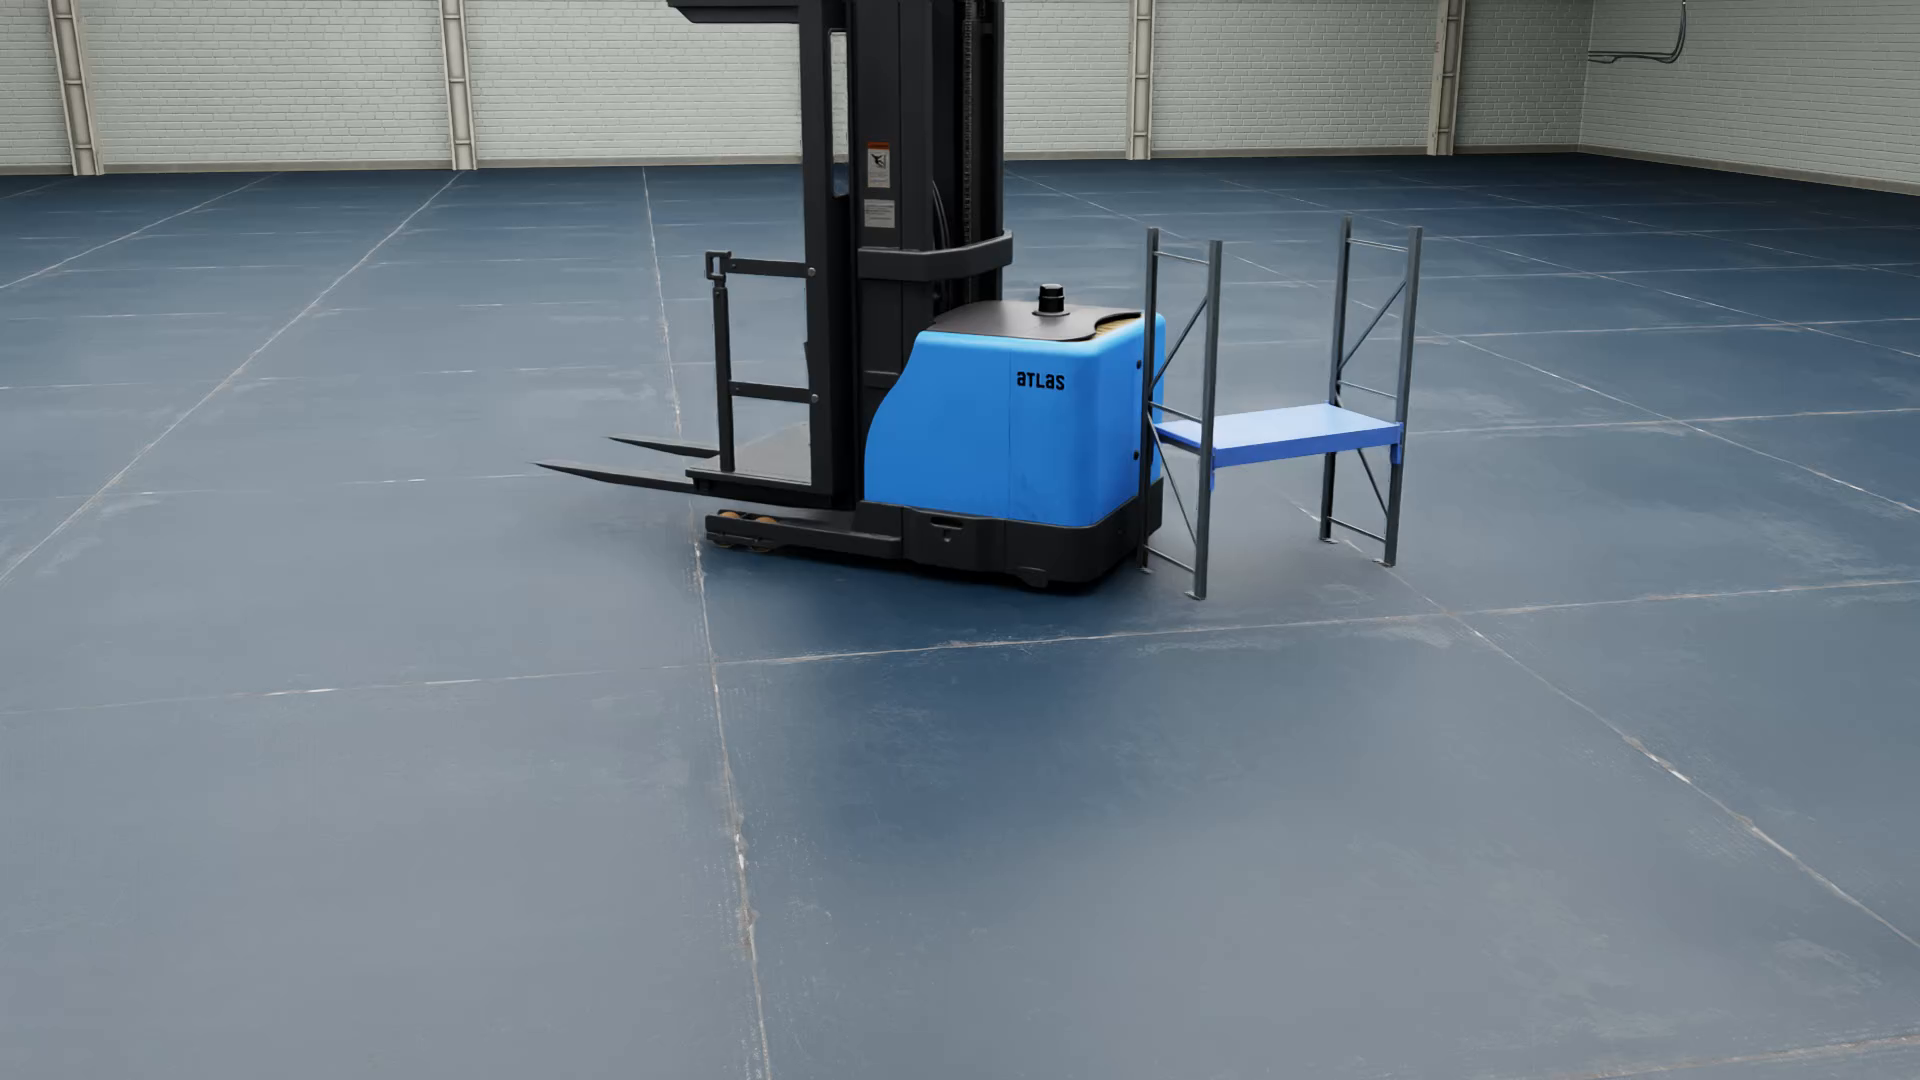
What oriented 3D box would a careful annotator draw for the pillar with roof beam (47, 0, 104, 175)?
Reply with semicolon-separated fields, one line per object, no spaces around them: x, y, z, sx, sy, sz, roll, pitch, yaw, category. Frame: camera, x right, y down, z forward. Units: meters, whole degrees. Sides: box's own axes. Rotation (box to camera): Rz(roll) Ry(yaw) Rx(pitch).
-13.569;-9.101;22.116;0.400;9.000;9.100;-3;17;-10;pillar with roof beam

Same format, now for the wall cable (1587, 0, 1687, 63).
12.322;-9.977;30.258;0.112;2.526;3.097;-3;17;-10;wall cable

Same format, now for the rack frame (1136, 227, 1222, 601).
0.909;-0.528;6.978;0.032;1.500;0.500;-8;19;-25;rack frame

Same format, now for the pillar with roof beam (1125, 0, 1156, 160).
4.104;-10.103;25.380;0.400;9.000;9.100;-3;17;-10;pillar with roof beam

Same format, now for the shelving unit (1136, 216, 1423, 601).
1.364;-0.595;7.195;1.048;1.500;0.538;-8;19;-25;shelving unit

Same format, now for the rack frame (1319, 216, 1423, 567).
1.819;-0.662;7.412;0.032;1.500;0.500;-8;19;-25;rack frame

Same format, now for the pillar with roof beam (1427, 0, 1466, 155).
9.995;-10.438;26.468;0.400;9.000;9.100;-3;17;-10;pillar with roof beam

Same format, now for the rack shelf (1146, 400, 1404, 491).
1.364;-0.423;7.248;1.000;0.185;0.538;-8;19;-25;rack shelf

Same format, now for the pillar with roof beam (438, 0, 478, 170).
-7.678;-9.435;23.204;0.400;9.000;9.100;-3;17;-10;pillar with roof beam

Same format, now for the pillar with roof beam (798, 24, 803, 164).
-1.787;-9.769;24.292;0.400;9.000;9.100;-3;17;-10;pillar with roof beam

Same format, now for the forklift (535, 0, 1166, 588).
-0.613;-1.470;7.607;3.031;2.935;1.130;8;19;24;forklift
